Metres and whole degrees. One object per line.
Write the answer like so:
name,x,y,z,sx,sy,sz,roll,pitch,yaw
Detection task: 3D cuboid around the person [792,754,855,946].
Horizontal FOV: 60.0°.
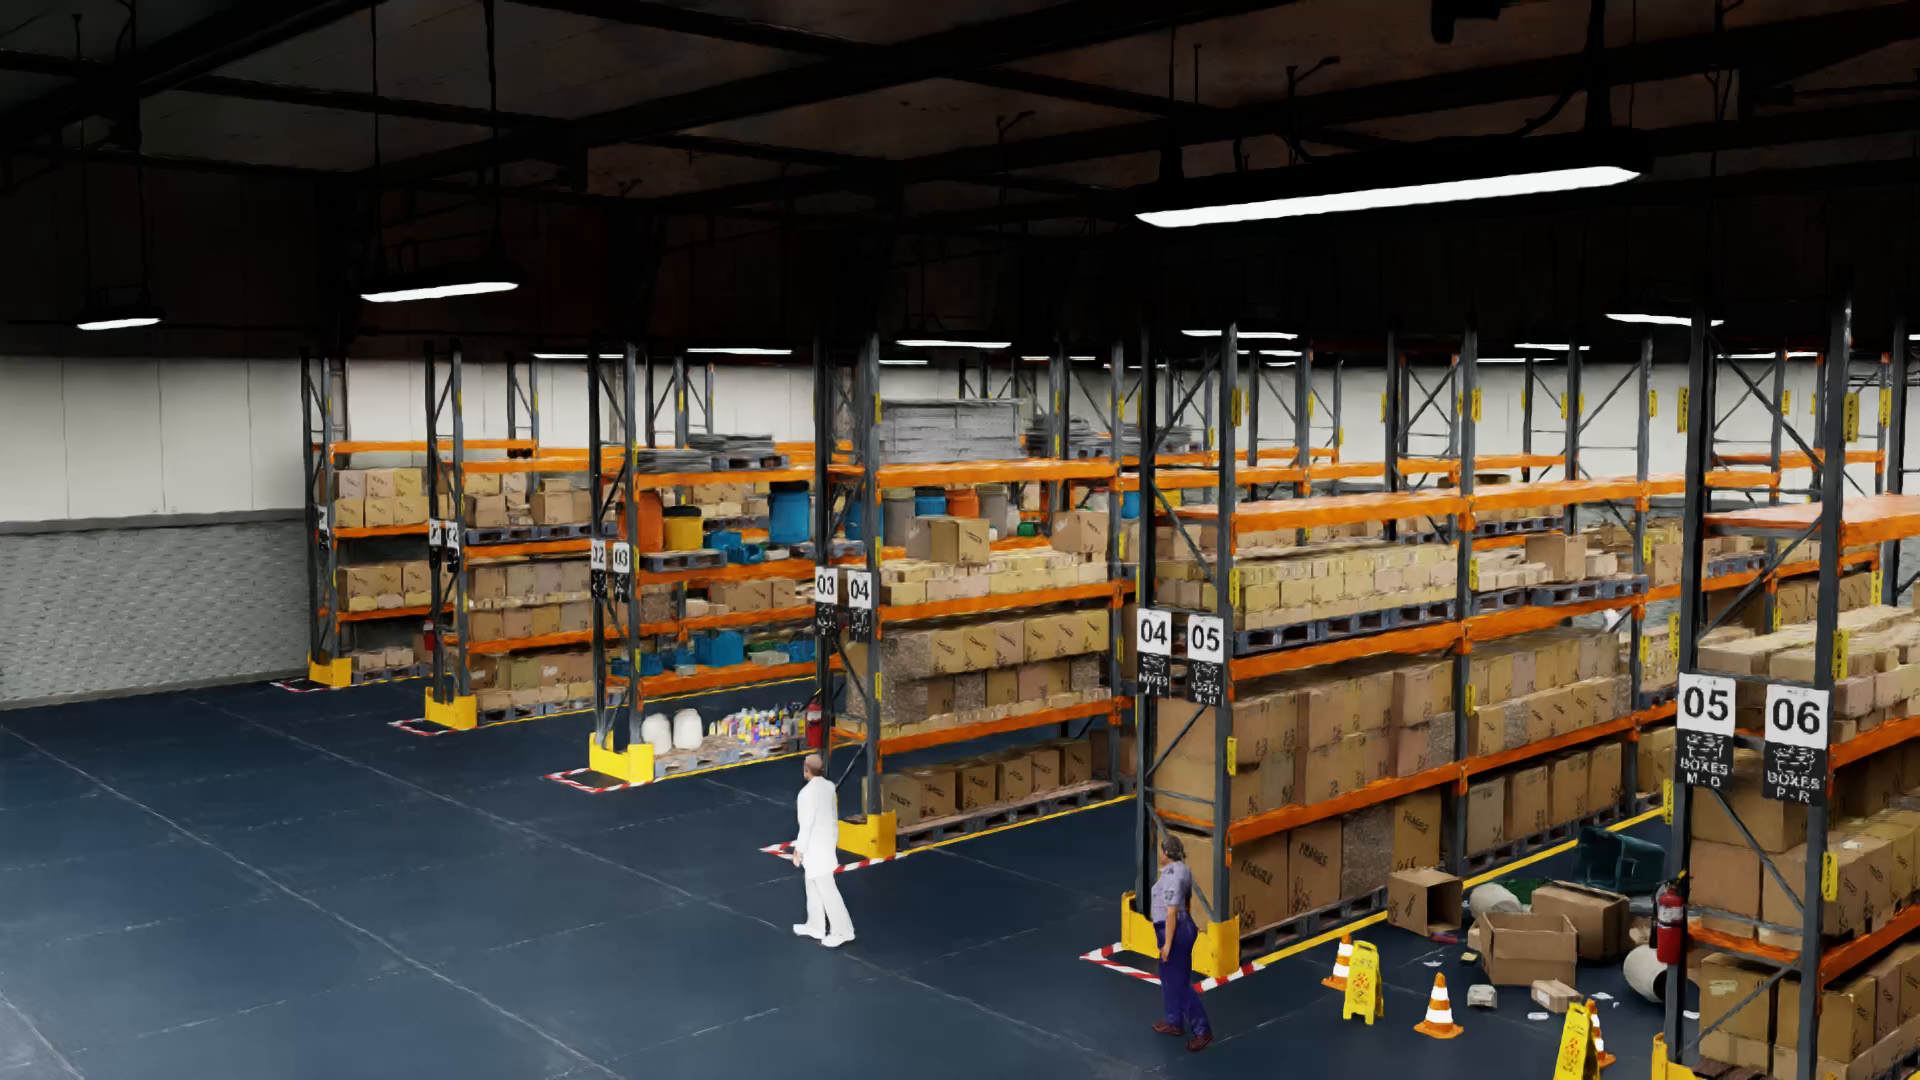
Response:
person,-1.305,2.907,15.706,0.674,1.770,0.618,1,5,14

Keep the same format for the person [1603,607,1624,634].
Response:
person,11.118,1.788,28.194,0.462,1.764,0.649,2,5,19

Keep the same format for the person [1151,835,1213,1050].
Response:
person,1.776,3.190,13.305,0.529,1.639,0.595,2,5,19
